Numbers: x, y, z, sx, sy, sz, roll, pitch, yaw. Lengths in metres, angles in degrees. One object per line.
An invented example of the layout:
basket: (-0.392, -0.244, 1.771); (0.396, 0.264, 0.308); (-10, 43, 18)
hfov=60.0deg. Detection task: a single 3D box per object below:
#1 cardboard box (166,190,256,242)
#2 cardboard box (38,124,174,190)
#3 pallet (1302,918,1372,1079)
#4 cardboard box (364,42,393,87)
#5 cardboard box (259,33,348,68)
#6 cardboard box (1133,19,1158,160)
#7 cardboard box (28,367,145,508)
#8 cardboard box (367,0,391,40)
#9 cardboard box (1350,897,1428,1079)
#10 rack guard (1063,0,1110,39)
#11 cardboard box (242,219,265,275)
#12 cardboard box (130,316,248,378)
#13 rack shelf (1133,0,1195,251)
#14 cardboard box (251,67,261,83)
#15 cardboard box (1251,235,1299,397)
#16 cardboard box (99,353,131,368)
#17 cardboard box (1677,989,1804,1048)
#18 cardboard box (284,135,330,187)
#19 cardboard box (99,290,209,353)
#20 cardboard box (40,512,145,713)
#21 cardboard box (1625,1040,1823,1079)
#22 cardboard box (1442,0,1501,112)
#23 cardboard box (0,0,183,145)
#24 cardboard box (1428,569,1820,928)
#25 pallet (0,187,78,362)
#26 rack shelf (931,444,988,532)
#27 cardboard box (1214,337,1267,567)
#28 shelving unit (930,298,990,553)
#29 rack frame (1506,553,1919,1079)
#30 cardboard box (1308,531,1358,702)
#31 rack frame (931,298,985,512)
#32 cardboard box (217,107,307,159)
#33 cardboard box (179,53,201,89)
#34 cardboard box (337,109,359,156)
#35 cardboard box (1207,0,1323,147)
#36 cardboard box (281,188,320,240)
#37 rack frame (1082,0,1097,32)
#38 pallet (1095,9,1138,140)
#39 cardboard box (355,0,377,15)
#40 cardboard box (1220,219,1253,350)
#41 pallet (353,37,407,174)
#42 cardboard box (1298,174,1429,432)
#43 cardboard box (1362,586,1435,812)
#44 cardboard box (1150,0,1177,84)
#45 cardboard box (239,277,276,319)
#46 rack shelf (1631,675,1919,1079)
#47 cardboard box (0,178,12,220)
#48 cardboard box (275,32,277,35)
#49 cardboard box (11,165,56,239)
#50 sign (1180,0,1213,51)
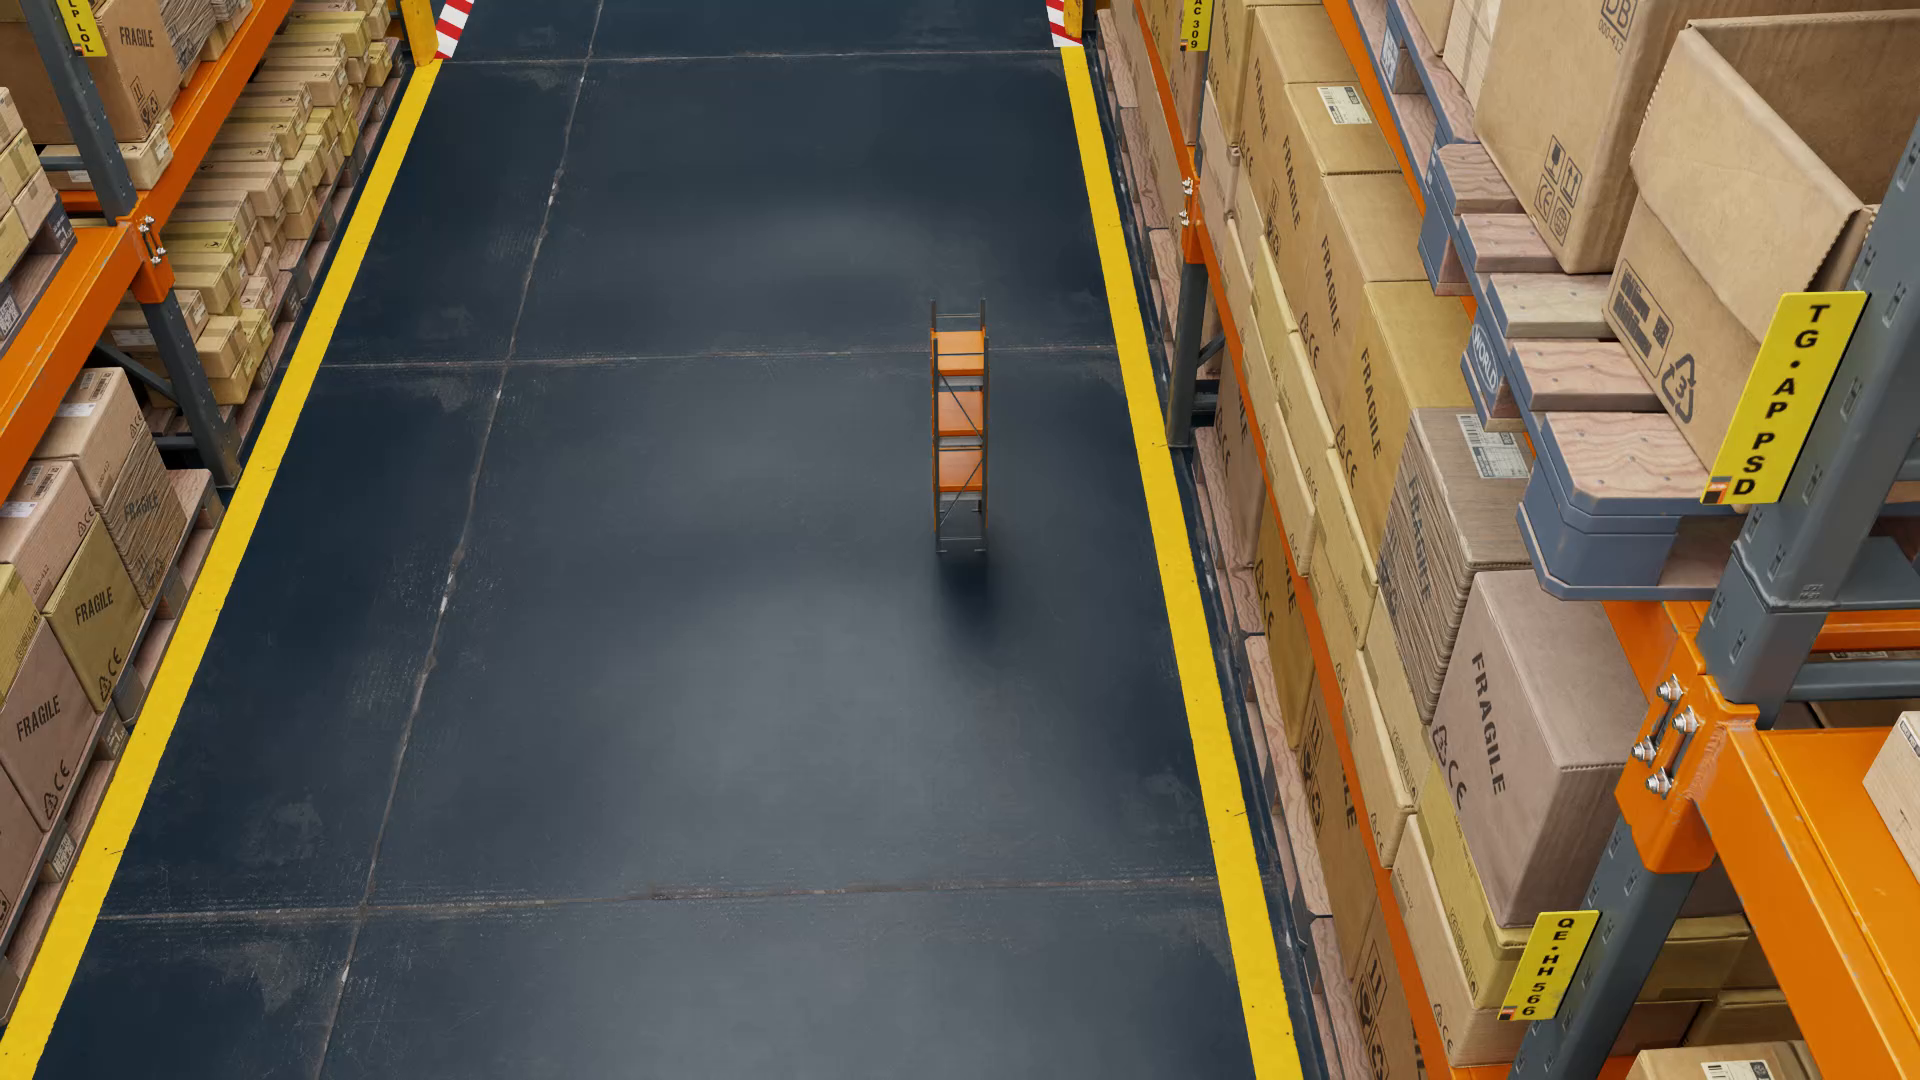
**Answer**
cardboard box: (-3.399, -1.438, 7.457); (0.380, 0.149, 0.250); (-3, 43, -3)
cardboard box: (-3.230, -1.452, 6.300); (0.380, 0.149, 0.250); (0, 43, 0)
pallet: (1.608, 1.640, 4.805); (1.003, 0.211, 1.213); (-2, 43, -2)
cardboard box: (-3.372, -2.628, 9.196); (0.380, 0.149, 0.250); (0, 43, 0)
cardboard box: (-3.400, -2.498, 8.614); (0.380, 0.149, 0.250); (-3, 43, -4)
cardboard box: (1.402, -2.404, 8.738); (0.875, 0.438, 0.875); (-1, 43, -1)
cardboard box: (-3.261, -0.358, 5.905); (0.500, 0.250, 0.500); (-3, 43, -3)
cardboard box: (-3.407, -2.909, 9.283); (0.380, 0.149, 0.250); (-3, 43, -3)
cardboard box: (1.620, 1.306, 4.367); (0.875, 0.875, 0.875); (-2, 43, -2)
rack guard: (1.225, -3.349, 10.034); (1.175, 0.500, 0.348); (-2, 43, -2)
cardboard box: (-3.396, -1.325, 7.555); (0.380, 0.149, 0.250); (-4, 43, -4)
cardboard box: (-3.241, -0.811, 6.994); (0.380, 0.149, 0.250); (0, 43, 0)
rack shelf: (1.311, -2.639, 7.941); (1.077, 0.370, 4.000); (-2, 43, -2)
cardboard box: (-3.475, -2.374, 8.699); (0.380, 0.149, 0.250); (-2, 43, -2)
cardboard box: (1.178, -0.685, 5.019); (0.500, 0.250, 0.500); (-1, 43, -1)
cardboard box: (-3.829, -0.880, 7.289); (0.380, 0.149, 0.250); (-1, 43, -1)
cardboard box: (1.797, 0.864, 3.698); (0.500, 0.250, 0.500); (-2, 43, -3)
cardboard box: (-3.317, -1.851, 8.128); (0.380, 0.149, 0.250); (-1, 43, -1)
cardboard box: (-3.353, -0.905, 6.877); (0.380, 0.149, 0.250); (0, 43, 0)
cardboard box: (-3.240, 0.262, 5.784); (0.500, 0.500, 0.500); (-3, 43, -3)
cardboard box: (1.354, 1.156, 2.664); (0.500, 0.500, 0.500); (-3, 43, -3)
cardboard box: (1.158, -0.984, 3.173); (0.396, 0.266, 0.258); (-3, 43, -3)
cardboard box: (-3.314, -1.832, 6.234); (0.500, 0.500, 0.500); (-2, 43, -3)
cardboard box: (1.283, 0.399, 3.280); (0.500, 0.500, 0.500); (-3, 43, -3)
pallet: (-3.658, -0.753, 5.493); (1.003, 0.211, 1.213); (-2, 43, -2)
rack shelf: (-0.002, -0.210, 6.630); (0.215, 0.259, 0.240); (-2, 43, -2)
cardboard box: (1.503, -0.509, 6.347); (0.875, 0.875, 0.875); (0, 43, 0)
shelving unit: (-0.002, -0.423, 6.435); (0.215, 1.050, 0.252); (-2, 43, -2)
rack frame: (1.566, 1.146, 3.279); (1.000, 3.000, 0.127); (-2, 43, -2)
cardboard box: (1.243, 0.183, 4.441); (0.500, 0.250, 0.500); (-2, 43, -2)
rack frame: (-0.007, -0.506, 6.525); (0.200, 1.050, 0.008); (-2, 43, -2)
cardboard box: (-3.393, -1.961, 8.028); (0.380, 0.149, 0.250); (-1, 43, -2)
cardboard box: (-3.385, -1.986, 6.883); (0.380, 0.149, 0.250); (-3, 43, -4)
cardboard box: (-3.350, -2.110, 8.631); (0.380, 0.149, 0.250); (-3, 43, -4)
cardboard box: (1.128, -1.654, 5.521); (0.500, 0.500, 0.500); (-1, 43, -1)
cardboard box: (-3.335, -1.577, 8.050); (0.380, 0.149, 0.250); (-3, 43, -3)
rack frame: (1.226, -4.254, 9.171); (1.000, 3.000, 0.127); (-2, 43, -2)
pallet: (1.339, -2.689, 9.527); (1.003, 0.211, 1.213); (-2, 43, -2)
cardboard box: (-3.439, -3.017, 9.180); (0.380, 0.149, 0.250); (-1, 43, -1)
cardboard box: (1.175, -0.845, 5.563); (0.500, 0.250, 0.500); (-3, 43, -3)
pallet: (-3.712, -2.415, 9.229); (1.003, 0.211, 1.213); (-2, 43, -2)
cardboard box: (1.224, -0.624, 4.397); (0.500, 0.500, 0.500); (-2, 43, -2)
cardboard box: (1.266, 0.352, 3.887); (0.500, 0.250, 0.500); (-3, 43, -3)
cardboard box: (1.094, -2.244, 6.904); (0.500, 0.500, 0.500); (-3, 43, -3)
cardboard box: (-3.313, -1.049, 7.473); (0.380, 0.149, 0.250); (-2, 43, -2)
rack shelf: (1.651, 1.656, 1.036); (1.077, 0.370, 4.000); (-2, 43, -2)
cardboard box: (-3.318, -1.075, 5.358); (0.380, 0.149, 0.250); (-1, 43, -2)
cardboard box: (-3.949, -2.896, 9.269); (0.380, 0.149, 0.250); (0, 43, 0)
cardboard box: (-3.330, -1.143, 5.653); (0.380, 0.149, 0.250); (-3, 43, -3)
sign: (0.842, -1.885, 5.888); (0.100, 0.325, 0.005); (-2, 43, -2)
